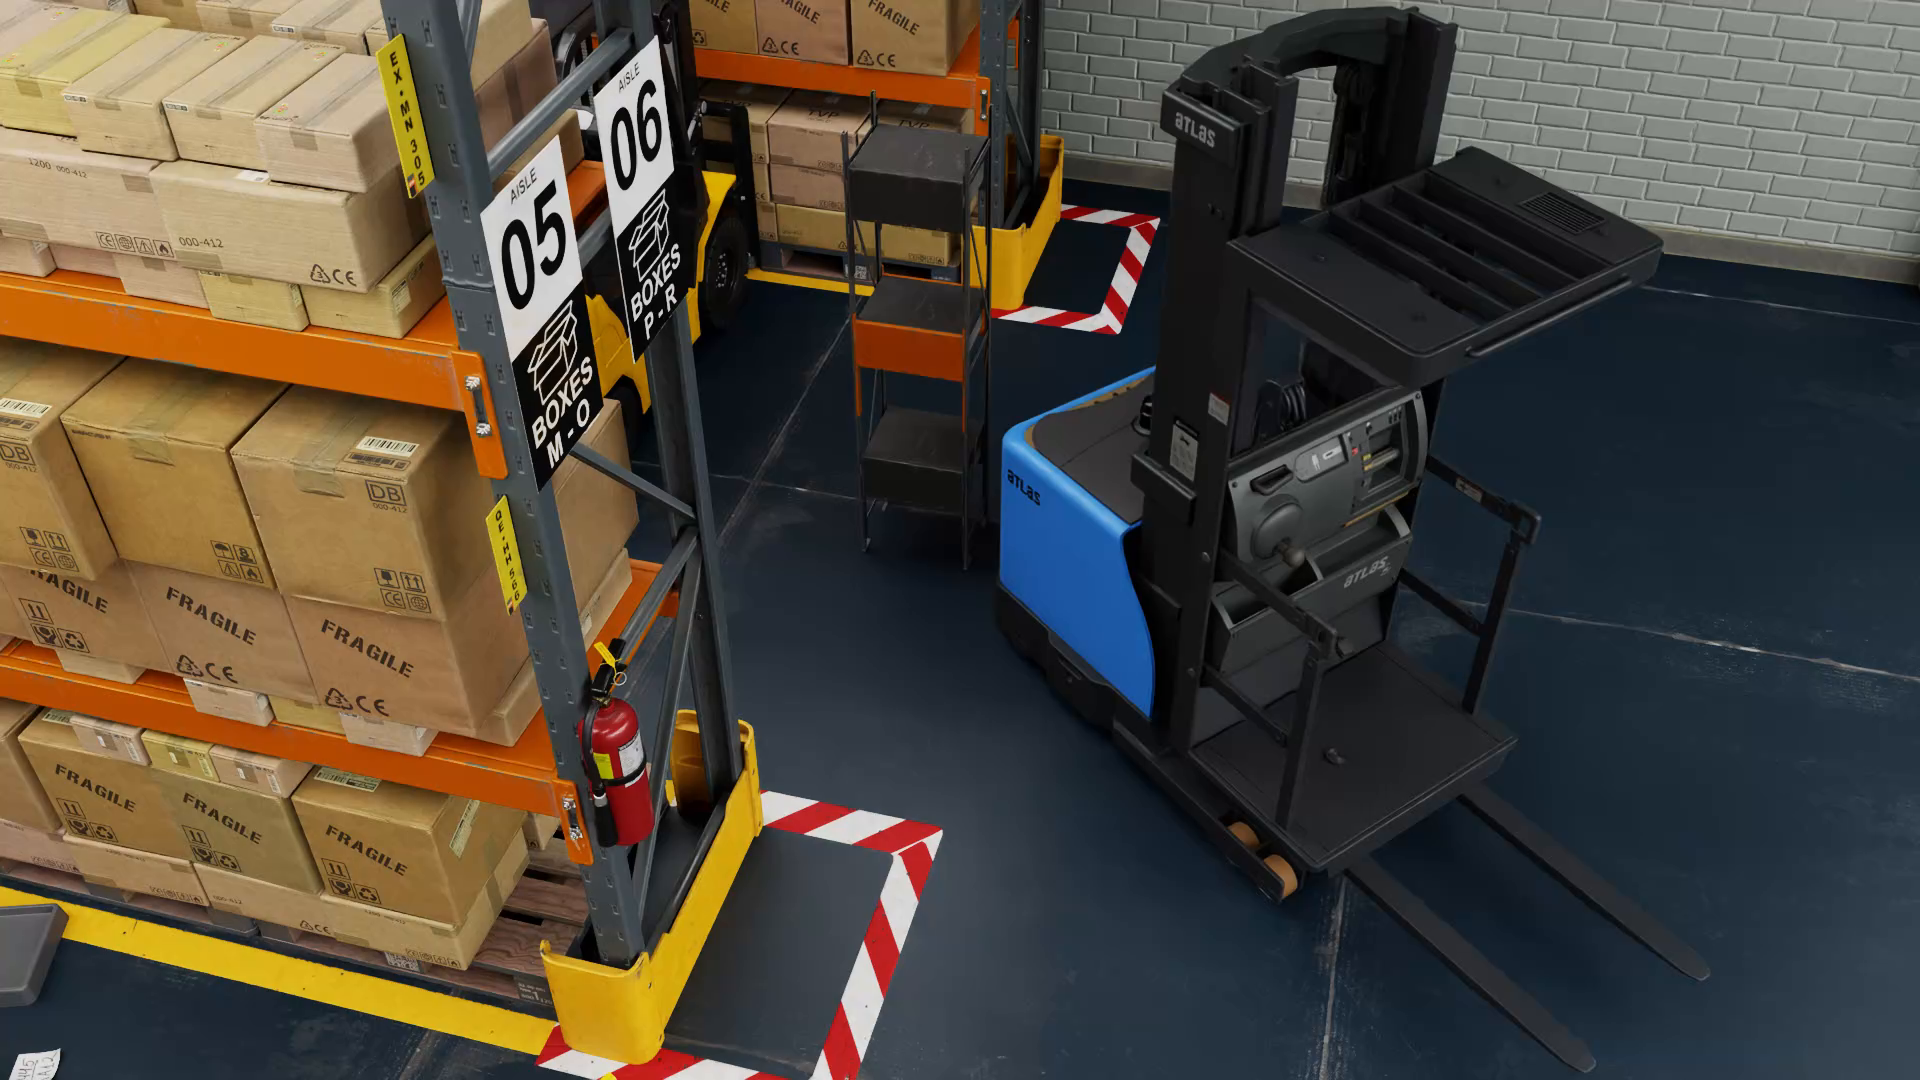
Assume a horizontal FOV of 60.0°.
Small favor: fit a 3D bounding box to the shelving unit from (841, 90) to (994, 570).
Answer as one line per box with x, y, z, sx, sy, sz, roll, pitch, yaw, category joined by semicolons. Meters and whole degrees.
-0.160;-0.832;7.132;0.503;2.100;0.431;10;41;11;shelving unit

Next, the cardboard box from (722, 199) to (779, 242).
-1.208;-1.986;9.618;0.500;0.250;0.500;10;41;12;cardboard box

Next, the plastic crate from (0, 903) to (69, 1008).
-3.552;1.489;5.939;0.583;0.080;0.402;-3;40;-4;plastic crate

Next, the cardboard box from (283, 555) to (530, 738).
-1.589;0.194;4.902;0.500;0.500;0.500;9;41;11;cardboard box

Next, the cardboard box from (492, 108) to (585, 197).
-1.230;-1.044;4.548;0.250;0.149;0.380;10;41;11;cardboard box

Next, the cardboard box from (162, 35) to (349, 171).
-1.635;-1.032;3.914;0.250;0.149;0.380;10;41;12;cardboard box

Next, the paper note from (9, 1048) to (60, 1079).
-3.132;1.790;5.620;0.148;0.019;0.142;-3;40;-4;paper note

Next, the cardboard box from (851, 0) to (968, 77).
-0.257;-2.776;8.670;0.500;0.500;0.500;9;41;10;cardboard box

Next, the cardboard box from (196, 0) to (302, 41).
-1.757;-1.390;4.340;0.250;0.149;0.380;10;41;11;cardboard box

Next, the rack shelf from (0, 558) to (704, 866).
-2.925;0.209;5.753;4.000;0.370;1.077;10;41;11;rack shelf

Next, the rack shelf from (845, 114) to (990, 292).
-0.160;-1.357;6.691;0.480;0.518;0.431;10;41;11;rack shelf

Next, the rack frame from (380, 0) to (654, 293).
-0.993;-2.032;3.197;0.127;3.000;1.000;10;41;11;rack frame

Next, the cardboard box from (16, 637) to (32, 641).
-2.881;0.166;5.440;0.250;0.149;0.380;10;41;11;cardboard box

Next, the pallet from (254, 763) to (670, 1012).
-1.842;1.164;6.225;1.213;0.211;1.003;10;41;11;pallet

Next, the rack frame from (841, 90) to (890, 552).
-0.396;-0.872;7.180;0.015;2.100;0.400;10;41;11;rack frame

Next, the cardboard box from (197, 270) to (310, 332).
-1.659;-0.693;4.131;0.250;0.149;0.380;10;41;12;cardboard box

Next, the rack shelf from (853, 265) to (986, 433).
-0.160;-0.821;7.141;0.480;0.518;0.431;10;41;11;rack shelf

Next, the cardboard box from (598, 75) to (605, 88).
-2.216;-2.532;9.492;0.500;0.250;0.500;11;41;13;cardboard box

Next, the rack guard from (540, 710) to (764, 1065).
-1.066;1.210;5.945;0.348;0.500;1.175;10;41;11;rack guard

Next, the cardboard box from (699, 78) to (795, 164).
-1.224;-2.351;9.276;0.500;0.250;0.500;10;41;12;cardboard box

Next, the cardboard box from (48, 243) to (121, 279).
-2.134;-0.842;4.308;0.250;0.149;0.380;10;41;12;cardboard box

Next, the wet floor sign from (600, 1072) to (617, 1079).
-1.086;1.863;5.054;0.232;0.644;0.267;24;46;26;wet floor sign

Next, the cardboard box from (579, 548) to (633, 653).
-1.268;0.177;5.427;0.250;0.149;0.380;10;41;12;cardboard box

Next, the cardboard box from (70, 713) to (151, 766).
-2.702;0.543;5.520;0.250;0.149;0.380;11;41;13;cardboard box

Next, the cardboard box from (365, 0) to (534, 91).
-1.284;-1.278;4.207;0.250;0.149;0.380;10;41;11;cardboard box

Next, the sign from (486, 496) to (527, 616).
-1.156;0.043;4.245;0.005;0.325;0.100;10;41;11;sign

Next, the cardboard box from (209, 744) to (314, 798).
-2.206;0.632;5.414;0.250;0.149;0.380;11;41;13;cardboard box

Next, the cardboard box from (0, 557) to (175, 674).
-2.553;0.023;5.106;0.500;0.500;0.500;10;41;11;cardboard box

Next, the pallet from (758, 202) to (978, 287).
-0.463;-1.852;9.816;1.213;0.211;1.003;10;41;11;pallet

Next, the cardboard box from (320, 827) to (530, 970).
-1.867;1.186;5.841;0.500;0.250;0.500;10;41;11;cardboard box

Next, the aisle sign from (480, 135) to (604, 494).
-1.008;-0.540;4.063;0.004;0.787;0.394;10;41;11;aisle sign

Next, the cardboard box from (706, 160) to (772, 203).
-1.250;-2.168;9.446;0.500;0.250;0.500;9;41;10;cardboard box

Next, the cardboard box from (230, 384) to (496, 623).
-1.543;-0.219;4.616;0.500;0.500;0.700;9;41;10;cardboard box

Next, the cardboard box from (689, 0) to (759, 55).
-1.251;-2.953;8.880;0.500;0.500;0.500;9;41;11;cardboard box

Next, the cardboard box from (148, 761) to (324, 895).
-2.339;0.815;5.701;0.500;0.500;0.500;11;41;13;cardboard box

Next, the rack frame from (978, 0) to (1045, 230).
0.286;-2.819;8.799;0.127;3.000;1.000;10;41;11;rack frame

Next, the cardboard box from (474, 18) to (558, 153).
-1.410;-1.189;4.411;0.500;0.250;0.500;9;41;11;cardboard box

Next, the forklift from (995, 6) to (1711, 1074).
1.414;-0.144;5.667;1.130;2.935;3.031;-25;46;-26;forklift

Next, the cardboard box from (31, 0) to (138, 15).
-2.244;-1.460;4.423;0.250;0.149;0.380;10;41;11;cardboard box

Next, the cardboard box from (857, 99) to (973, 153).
-0.239;-2.192;9.087;0.500;0.250;0.500;11;41;13;cardboard box

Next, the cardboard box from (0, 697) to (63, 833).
-3.336;0.640;5.908;0.500;0.500;0.500;12;41;14;cardboard box

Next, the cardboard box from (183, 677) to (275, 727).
-2.182;0.379;5.186;0.250;0.149;0.380;10;41;12;cardboard box

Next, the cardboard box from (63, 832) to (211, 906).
-2.849;1.016;6.044;0.500;0.250;0.500;8;41;10;cardboard box

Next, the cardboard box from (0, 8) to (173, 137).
-2.118;-1.137;4.039;0.250;0.149;0.380;10;41;12;cardboard box

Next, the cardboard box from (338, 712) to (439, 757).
-1.683;0.459;5.091;0.250;0.149;0.380;9;41;11;cardboard box

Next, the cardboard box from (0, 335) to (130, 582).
-2.549;-0.329;4.747;0.500;0.500;0.700;9;41;11;cardboard box

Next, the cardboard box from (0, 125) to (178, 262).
-2.039;-0.950;4.126;0.500;0.250;0.500;9;41;11;cardboard box

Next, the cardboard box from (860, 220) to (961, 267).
-0.249;-1.809;9.407;0.500;0.250;0.500;10;41;12;cardboard box
